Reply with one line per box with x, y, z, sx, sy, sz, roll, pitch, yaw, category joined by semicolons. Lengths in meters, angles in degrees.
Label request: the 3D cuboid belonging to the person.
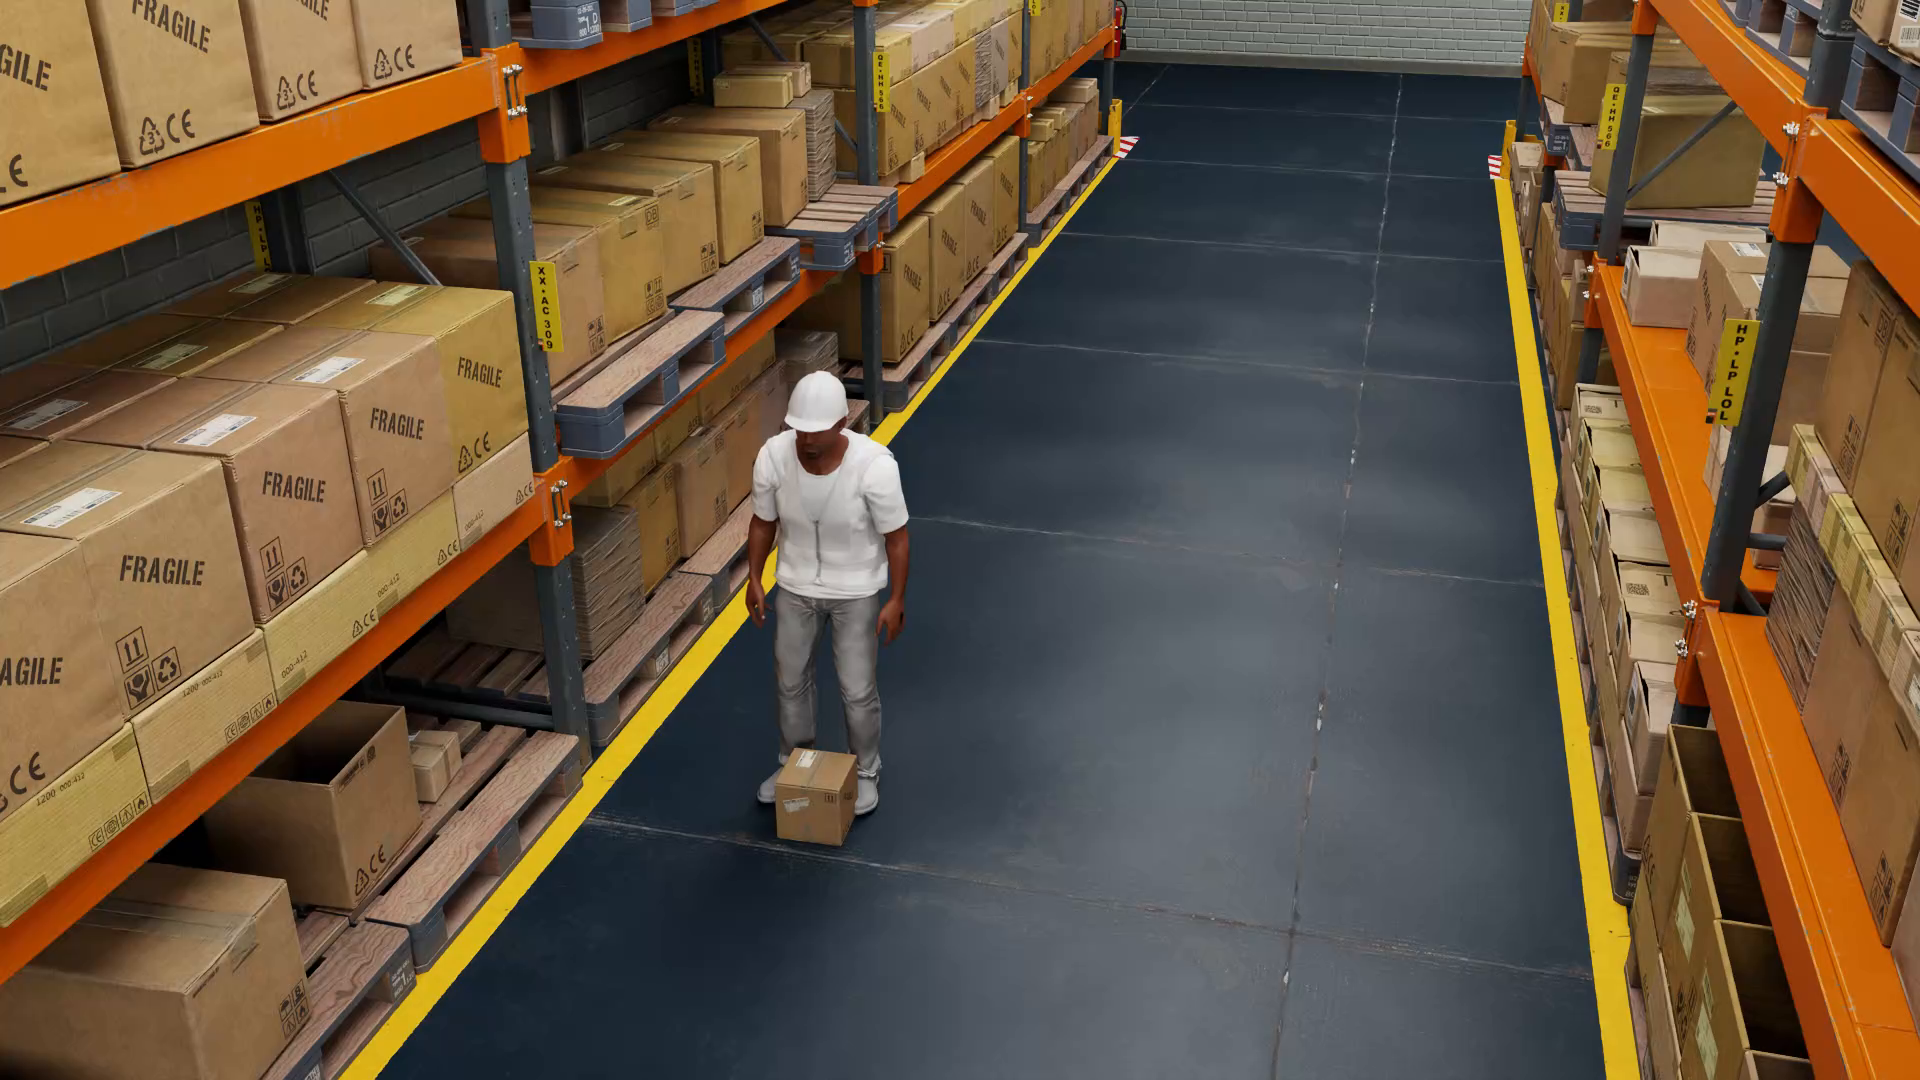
-0.499;0.193;6.177;0.627;1.760;0.459;6;26;13;person
